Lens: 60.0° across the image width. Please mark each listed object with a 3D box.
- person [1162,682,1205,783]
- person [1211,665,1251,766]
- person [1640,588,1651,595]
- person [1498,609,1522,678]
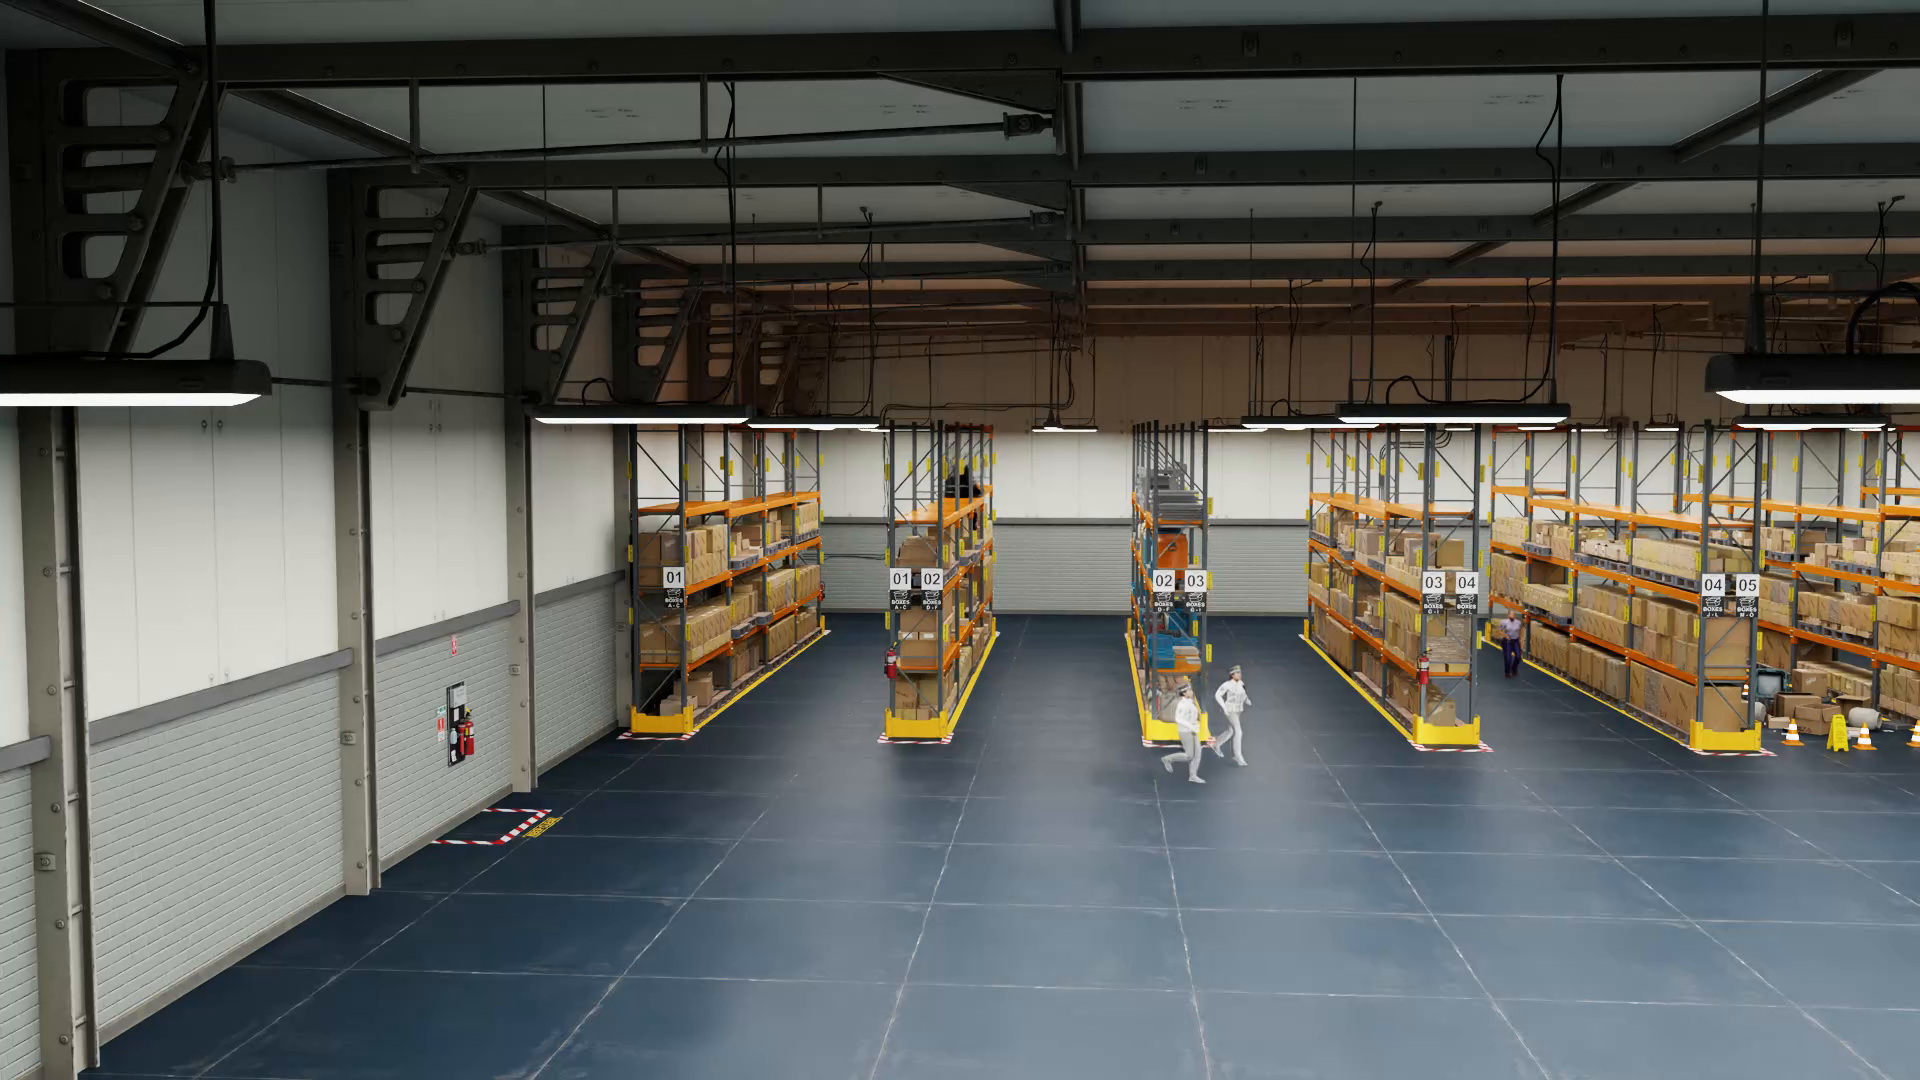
[{"bbox_3d":[3.711,3.162,27.415,0.729,1.661,0.615,2,4,26],"label":"person"},{"bbox_3d":[4.743,3.030,29.091,0.811,1.733,0.611,3,5,43],"label":"person"},{"bbox_3d":[19.515,1.916,47.329,0.831,1.622,0.632,1,4,17],"label":"person"},{"bbox_3d":[12.956,2.442,39.062,0.612,1.620,0.562,0,4,3],"label":"person"}]
